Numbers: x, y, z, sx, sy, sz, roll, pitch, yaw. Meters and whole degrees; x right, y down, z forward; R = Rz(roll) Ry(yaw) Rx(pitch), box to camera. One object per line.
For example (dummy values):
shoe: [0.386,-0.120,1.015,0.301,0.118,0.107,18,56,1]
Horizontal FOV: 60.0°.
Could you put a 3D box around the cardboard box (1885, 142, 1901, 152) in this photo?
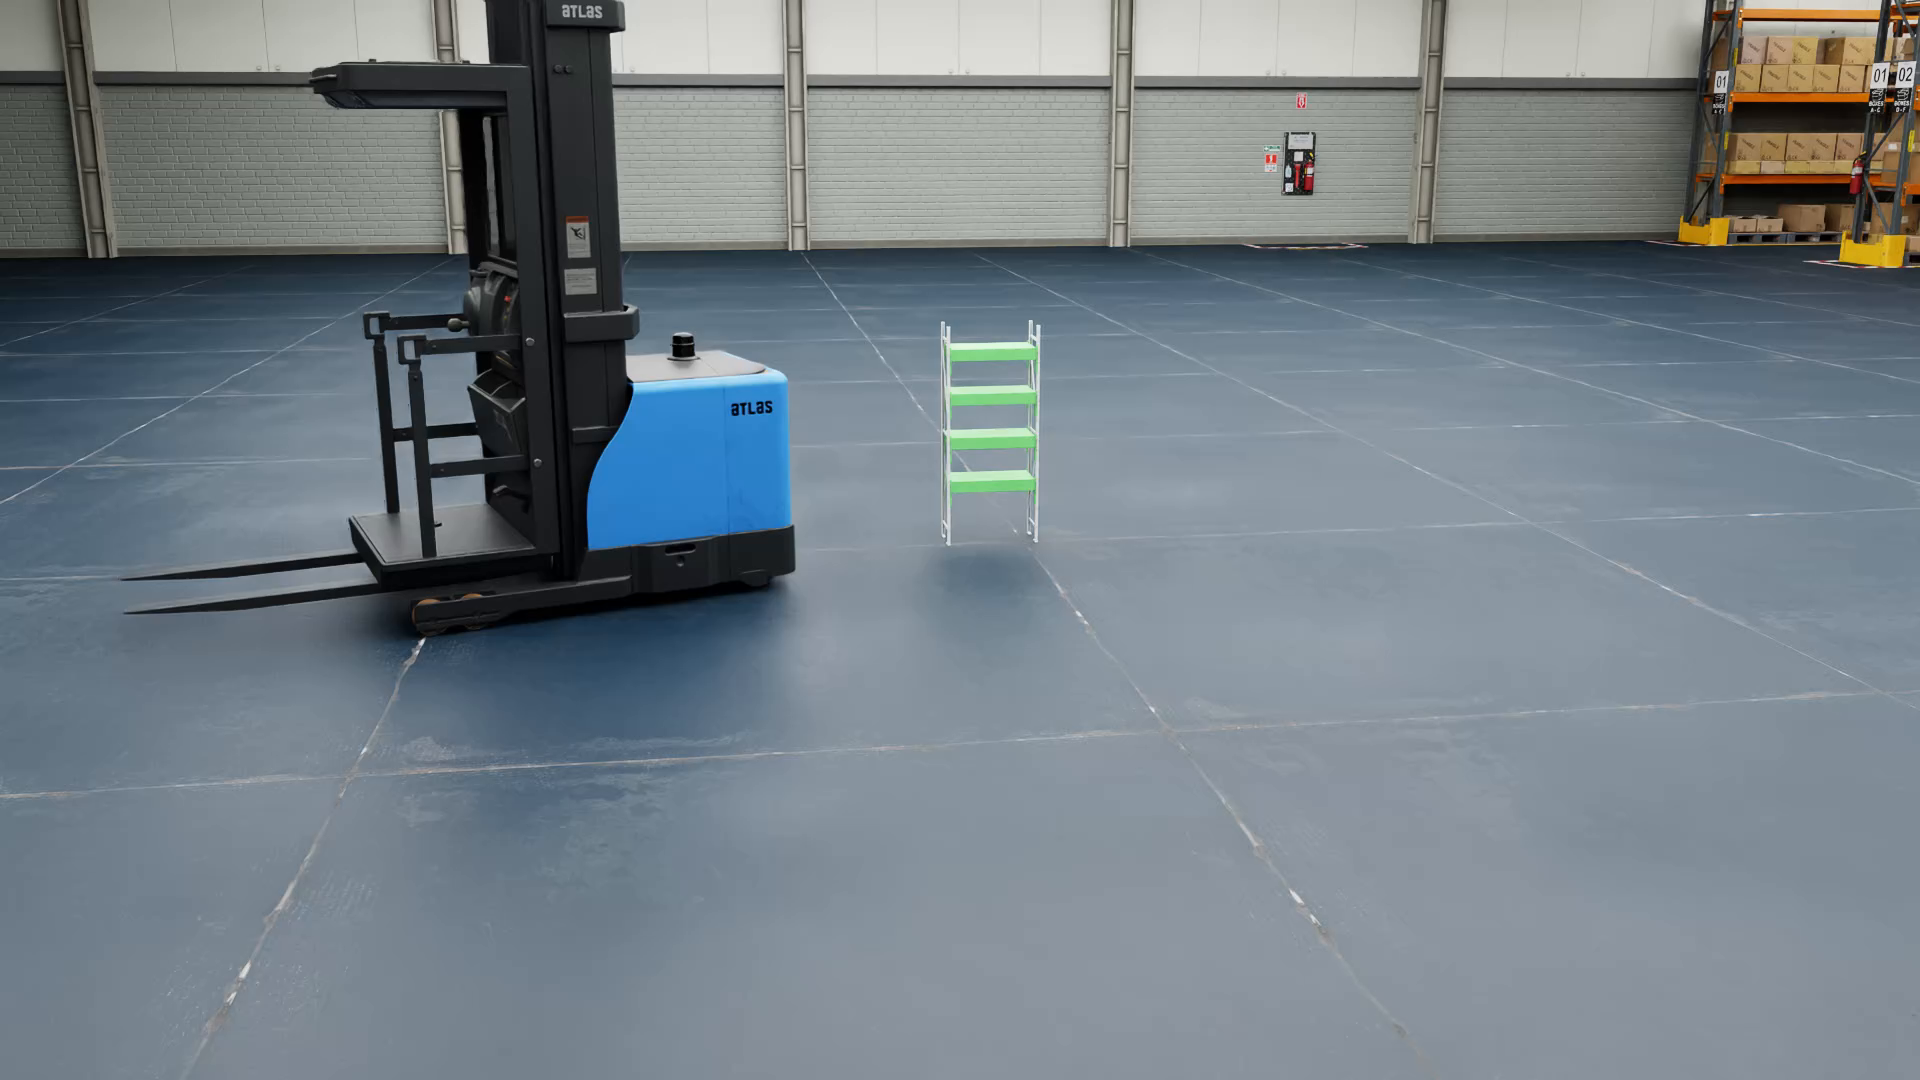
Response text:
cardboard box: [15.375,-6.432,27.200,0.250,0.149,0.380,-2,14,-9]

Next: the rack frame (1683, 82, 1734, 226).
rack frame: [14.284,-7.200,31.804,0.127,3.000,1.000,-2,14,-8]

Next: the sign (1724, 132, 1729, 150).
sign: [14.365,-7.490,31.179,0.005,0.325,0.100,-2,14,-8]

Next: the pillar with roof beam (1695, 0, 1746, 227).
pillar with roof beam: [15.489,-9.308,27.876,0.400,9.000,9.100,-2,14,-8]

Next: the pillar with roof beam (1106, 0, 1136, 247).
pillar with roof beam: [3.623,-8.873,26.142,0.400,9.000,9.100,-2,14,-8]

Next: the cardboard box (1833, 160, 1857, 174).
cardboard box: [16.828,-7.154,31.887,0.500,0.250,0.500,-2,14,-9]

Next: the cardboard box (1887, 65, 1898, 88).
cardboard box: [17.775,-8.780,31.692,0.500,0.500,0.500,-2,14,-7]

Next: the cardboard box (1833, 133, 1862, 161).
cardboard box: [16.826,-7.519,31.802,0.500,0.500,0.500,-3,14,-10]

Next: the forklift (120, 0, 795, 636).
forklift: [-2.378,-1.134,7.758,3.031,2.935,1.130,-7,16,-26]

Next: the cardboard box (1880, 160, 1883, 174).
cardboard box: [17.816,-7.192,32.039,0.500,0.250,0.500,-2,14,-8]

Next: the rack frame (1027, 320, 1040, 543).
rack frame: [0.405,-0.597,9.174,0.015,1.200,0.240,-2,14,-8]

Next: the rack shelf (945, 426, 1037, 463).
rack shelf: [0.164,-0.526,9.154,0.480,0.148,0.258,-2,14,-8]

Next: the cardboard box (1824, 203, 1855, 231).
cardboard box: [17.219,-6.299,32.444,0.500,0.500,0.500,-3,14,-13]

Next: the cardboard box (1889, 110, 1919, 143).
cardboard box: [15.542,-6.702,26.946,0.500,0.500,0.700,-2,14,-8]

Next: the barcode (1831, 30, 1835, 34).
barcode: [16.801,-9.775,31.998,0.075,0.075,0.001,-2,14,-8]

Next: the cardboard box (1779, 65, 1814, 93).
cardboard box: [15.701,-8.696,31.356,0.500,0.500,0.500,-1,14,-6]

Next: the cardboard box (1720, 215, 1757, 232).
cardboard box: [14.982,-6.113,32.091,0.500,0.311,0.500,-4,15,-15]

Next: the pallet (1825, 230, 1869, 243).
pallet: [17.581,-5.960,32.590,1.213,0.211,1.003,-2,14,-8]

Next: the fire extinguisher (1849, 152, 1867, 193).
fire extinguisher: [14.840,-6.079,27.491,0.183,0.674,0.296,-2,14,-8]

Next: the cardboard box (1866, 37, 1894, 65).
cardboard box: [17.241,-9.237,31.459,0.500,0.500,0.500,-1,14,-5]

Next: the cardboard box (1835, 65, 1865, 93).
cardboard box: [16.733,-8.736,31.515,0.500,0.500,0.500,-3,14,-11]

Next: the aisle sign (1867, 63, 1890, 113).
aisle sign: [14.917,-7.338,27.009,0.004,0.787,0.394,-2,14,-8]

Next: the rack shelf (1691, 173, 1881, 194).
rack shelf: [16.262,-6.924,32.181,4.000,0.370,1.077,-2,14,-8]

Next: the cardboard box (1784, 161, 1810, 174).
cardboard box: [15.830,-7.118,31.743,0.500,0.250,0.500,-2,14,-9]

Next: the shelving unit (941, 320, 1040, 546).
shelving unit: [0.164,-0.588,9.138,0.503,1.200,0.258,-2,14,-8]

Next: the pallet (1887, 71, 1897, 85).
pallet: [15.729,-7.440,26.777,1.213,0.211,1.003,-2,14,-8]

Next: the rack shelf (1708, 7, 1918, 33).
rack shelf: [16.262,-9.832,31.451,4.000,0.370,1.077,-2,14,-8]

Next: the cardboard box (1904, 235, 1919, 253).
cardboard box: [15.589,-4.845,27.201,0.500,0.250,0.500,-2,14,-8]

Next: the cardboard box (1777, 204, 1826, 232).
cardboard box: [16.279,-6.240,32.209,0.500,0.500,0.700,-3,14,-12]

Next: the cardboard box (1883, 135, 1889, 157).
cardboard box: [17.818,-7.554,31.942,0.500,0.500,0.500,-2,14,-8]

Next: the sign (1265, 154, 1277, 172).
sign: [5.903,-7.158,31.562,0.234,0.329,0.001,-2,14,-8]

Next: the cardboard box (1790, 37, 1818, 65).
cardboard box: [15.710,-9.181,31.235,0.500,0.500,0.500,-2,14,-7]

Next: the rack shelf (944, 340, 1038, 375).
rack shelf: [0.164,-0.992,9.037,0.480,0.148,0.258,-2,14,-8]

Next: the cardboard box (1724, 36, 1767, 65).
cardboard box: [14.701,-9.154,31.126,0.500,0.500,0.500,-3,14,-12]

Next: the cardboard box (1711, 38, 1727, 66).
cardboard box: [14.672,-9.277,31.616,0.500,0.500,0.500,-1,14,-6]

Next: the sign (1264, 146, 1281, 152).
sign: [5.909,-7.413,31.490,0.331,0.109,0.001,-2,14,-8]

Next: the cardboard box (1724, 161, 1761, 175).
cardboard box: [14.814,-7.078,31.586,0.500,0.250,0.500,-3,14,-10]

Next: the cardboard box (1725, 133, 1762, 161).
cardboard box: [14.801,-7.446,31.510,0.500,0.500,0.500,-2,14,-8]

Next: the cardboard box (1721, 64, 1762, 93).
cardboard box: [14.652,-8.665,31.233,0.500,0.500,0.500,-2,14,-7]

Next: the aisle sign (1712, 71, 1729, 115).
aisle sign: [14.258,-8.386,31.190,0.004,0.787,0.394,-2,14,-8]

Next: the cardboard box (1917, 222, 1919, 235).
cardboard box: [16.084,-5.227,27.184,0.500,0.500,0.500,-2,14,-8]

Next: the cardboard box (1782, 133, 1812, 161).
cardboard box: [15.803,-7.479,31.640,0.500,0.500,0.500,-3,14,-10]

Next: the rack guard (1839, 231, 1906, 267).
rack guard: [15.002,-4.795,27.354,0.348,0.500,1.175,-2,14,-8]

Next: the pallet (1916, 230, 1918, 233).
pallet: [19.009,-6.021,32.835,1.213,0.211,1.003,-2,14,-8]

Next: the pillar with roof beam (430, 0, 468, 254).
pillar with roof beam: [-8.243,-8.438,24.408,0.400,9.000,9.100,-2,14,-8]

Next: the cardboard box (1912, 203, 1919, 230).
cardboard box: [18.965,-6.377,32.755,0.500,0.500,0.700,-2,14,-6]

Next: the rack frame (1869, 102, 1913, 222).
rack frame: [18.240,-7.345,32.382,0.127,3.000,1.000,-2,14,-8]

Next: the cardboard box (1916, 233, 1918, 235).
cardboard box: [16.005,-4.990,27.782,0.500,0.250,0.500,-2,14,-8]

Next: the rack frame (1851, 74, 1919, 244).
rack frame: [15.026,-6.009,27.053,0.127,3.000,1.000,-2,14,-8]

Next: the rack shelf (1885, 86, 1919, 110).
rack shelf: [17.004,-7.187,27.065,4.000,0.370,1.077,-2,14,-8]

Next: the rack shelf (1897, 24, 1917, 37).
rack shelf: [20.217,-9.785,32.078,4.000,0.370,1.077,-2,14,-8]
